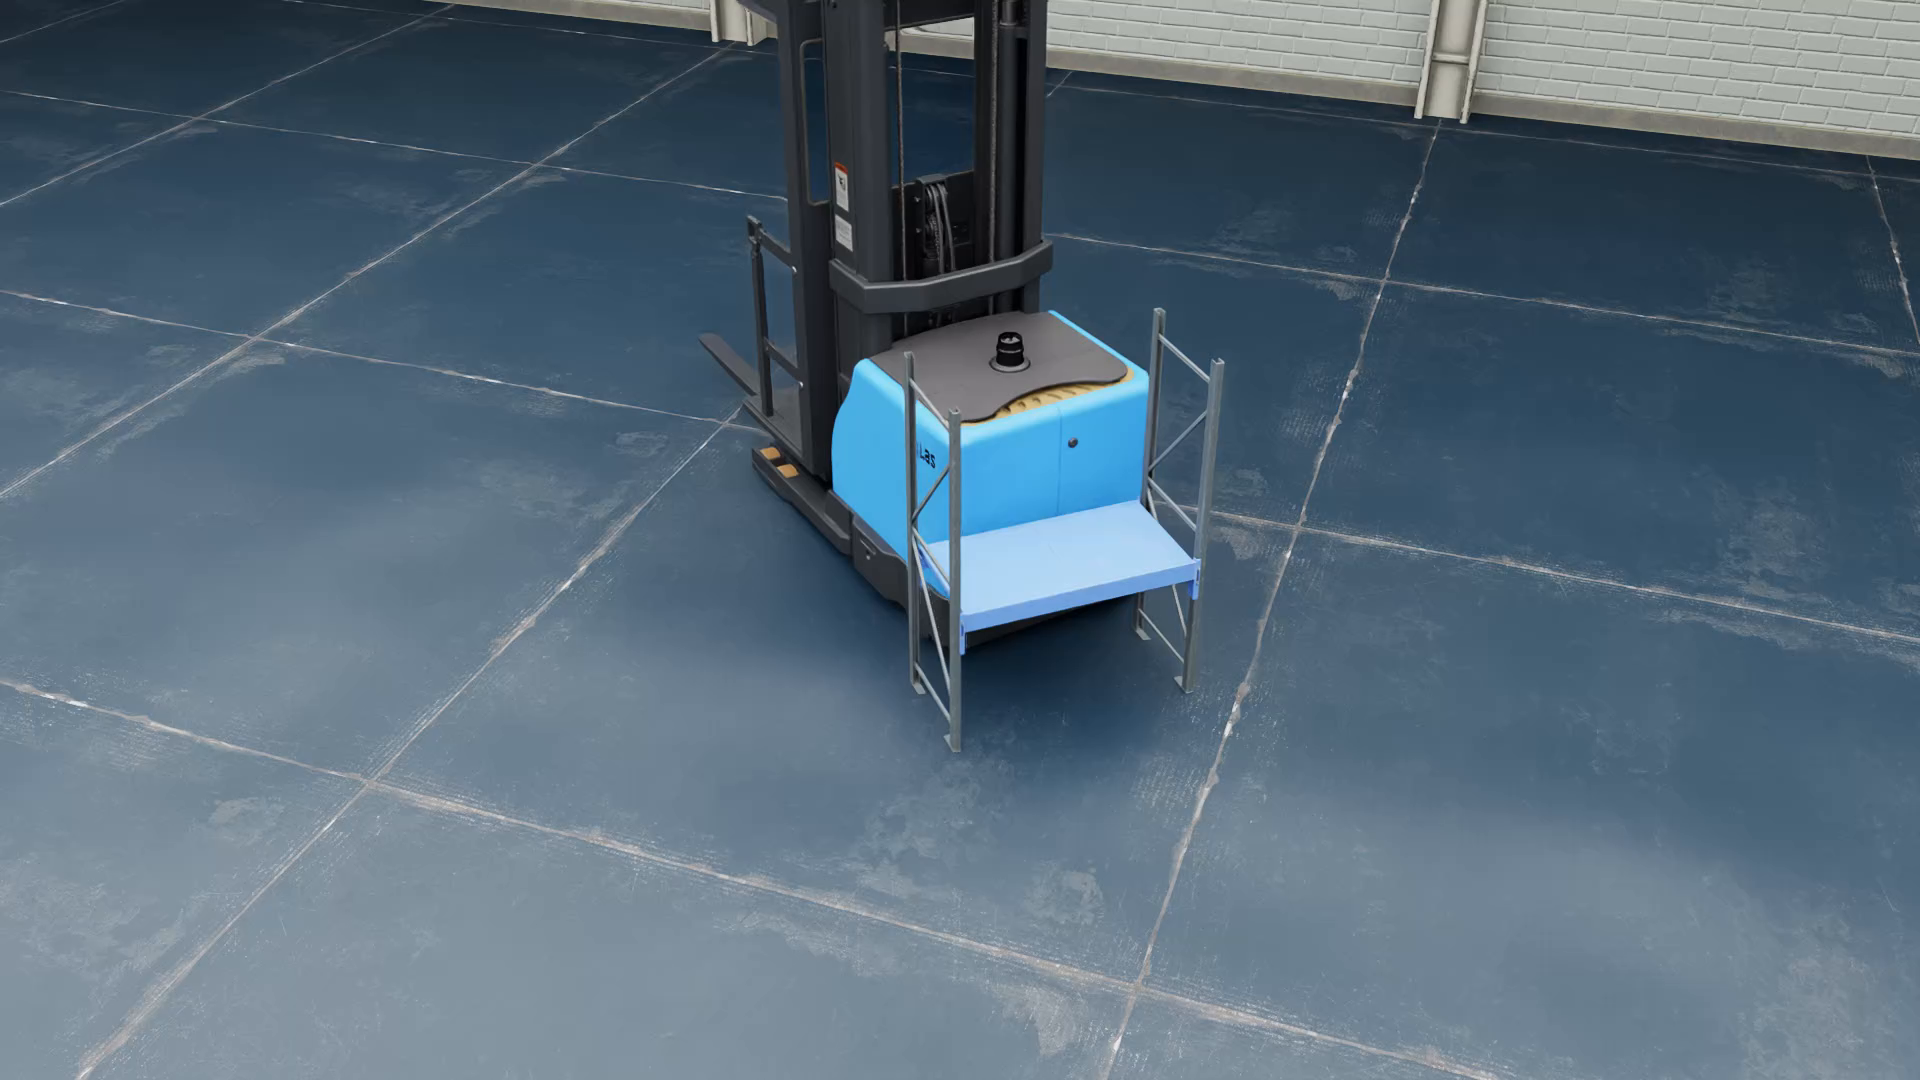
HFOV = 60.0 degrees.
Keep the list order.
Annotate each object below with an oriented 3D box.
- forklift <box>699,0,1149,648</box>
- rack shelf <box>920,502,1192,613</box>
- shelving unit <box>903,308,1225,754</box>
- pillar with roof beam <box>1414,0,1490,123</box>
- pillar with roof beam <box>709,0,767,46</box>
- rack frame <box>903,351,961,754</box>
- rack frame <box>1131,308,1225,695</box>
[{"bbox_3d":[-0.366,-1.548,7.446,1.130,2.935,3.031,-18,37,-25],"label":"forklift"},{"bbox_3d":[0.372,0.082,6.482,0.952,0.062,0.459,-12,35,-18],"label":"rack shelf"},{"bbox_3d":[0.372,-0.028,6.411,1.048,1.500,0.500,-12,35,-18],"label":"shelving unit"},{"bbox_3d":[2.274,-4.868,6.994,0.400,9.000,9.100,11,34,16],"label":"pillar with roof beam"},{"bbox_3d":[-3.375,-5.966,8.695,0.400,9.000,9.100,11,34,16],"label":"pillar with roof beam"},{"bbox_3d":[-0.101,0.073,6.254,0.032,1.500,0.500,-12,35,-18],"label":"rack frame"},{"bbox_3d":[0.845,-0.129,6.568,0.032,1.500,0.500,-12,35,-18],"label":"rack frame"}]
